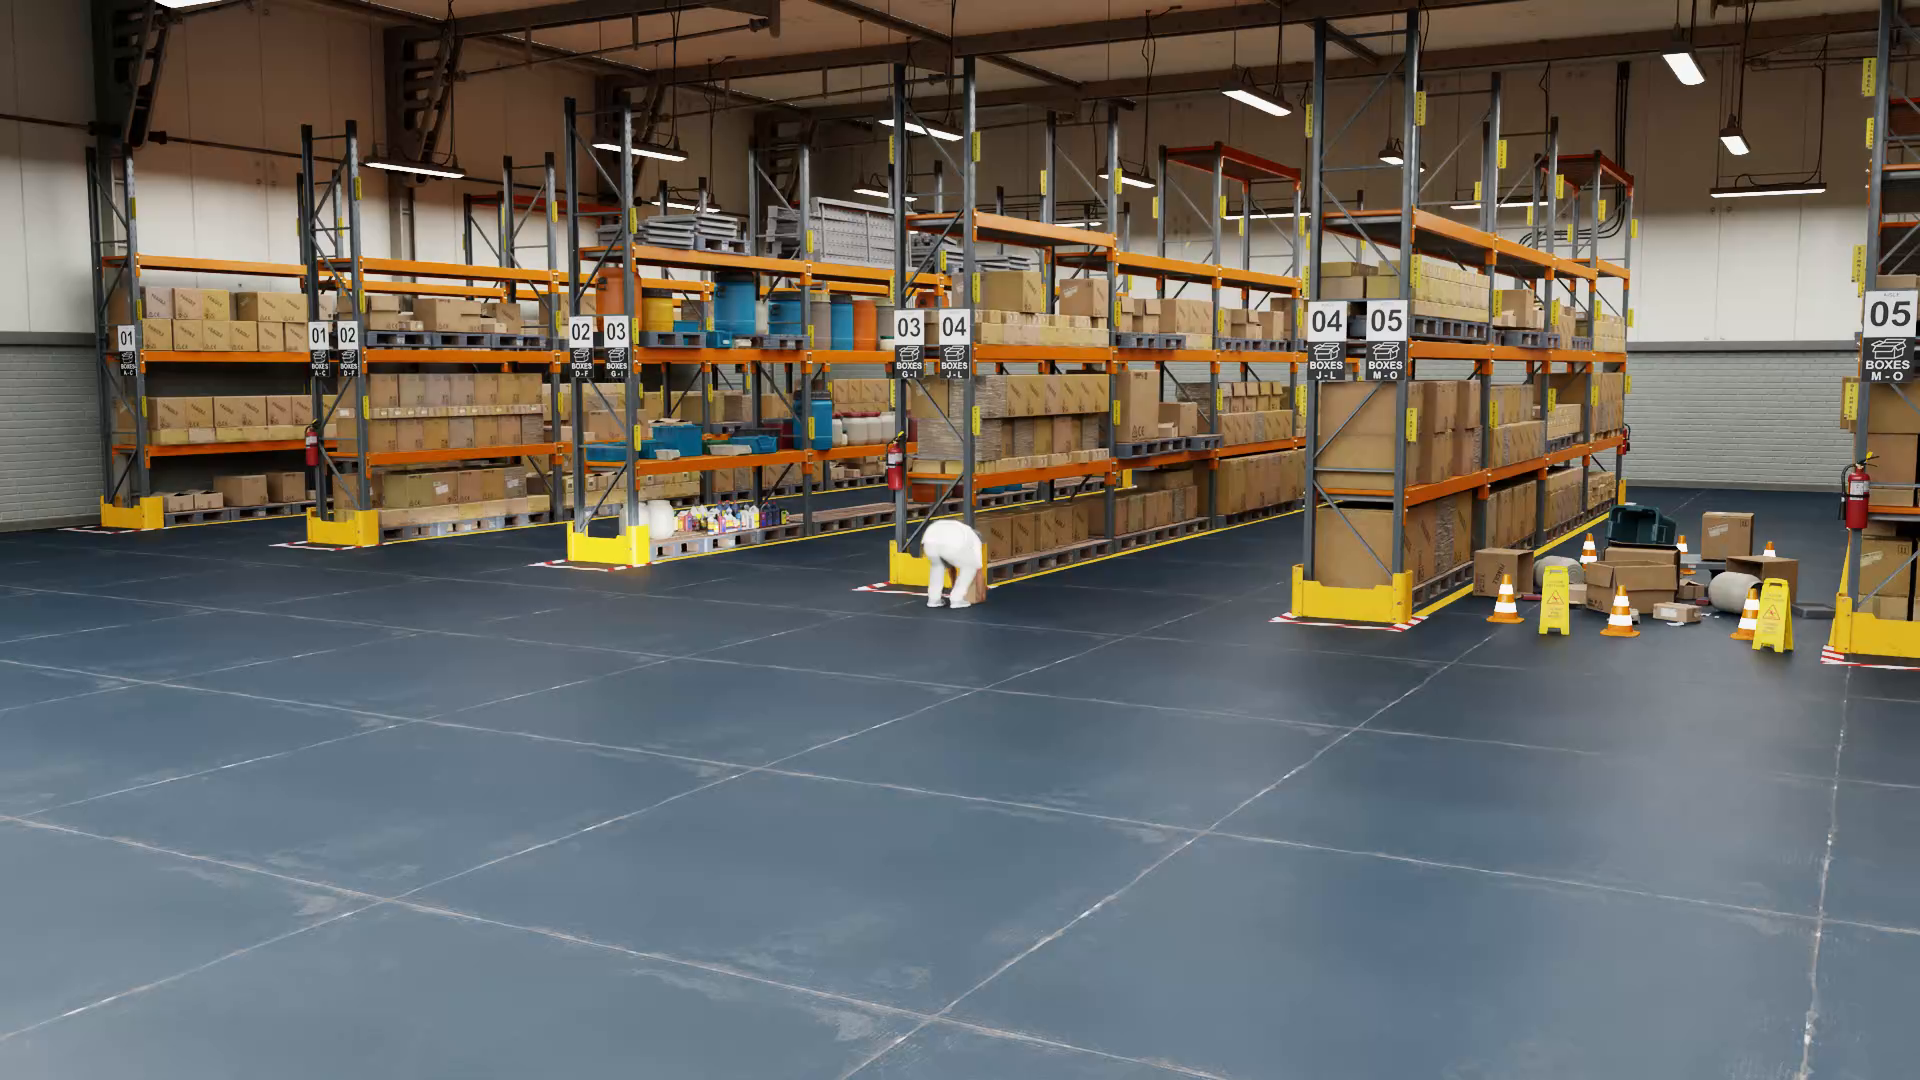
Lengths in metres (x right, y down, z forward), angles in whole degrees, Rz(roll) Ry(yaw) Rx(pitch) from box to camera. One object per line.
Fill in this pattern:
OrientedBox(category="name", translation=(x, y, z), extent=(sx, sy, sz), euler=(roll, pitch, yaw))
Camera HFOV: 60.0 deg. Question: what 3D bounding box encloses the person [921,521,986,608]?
OrientedBox(category="person", translation=(-0.053, 0.240, 17.819), extent=(0.536, 0.929, 1.025), euler=(3, 7, 26))
